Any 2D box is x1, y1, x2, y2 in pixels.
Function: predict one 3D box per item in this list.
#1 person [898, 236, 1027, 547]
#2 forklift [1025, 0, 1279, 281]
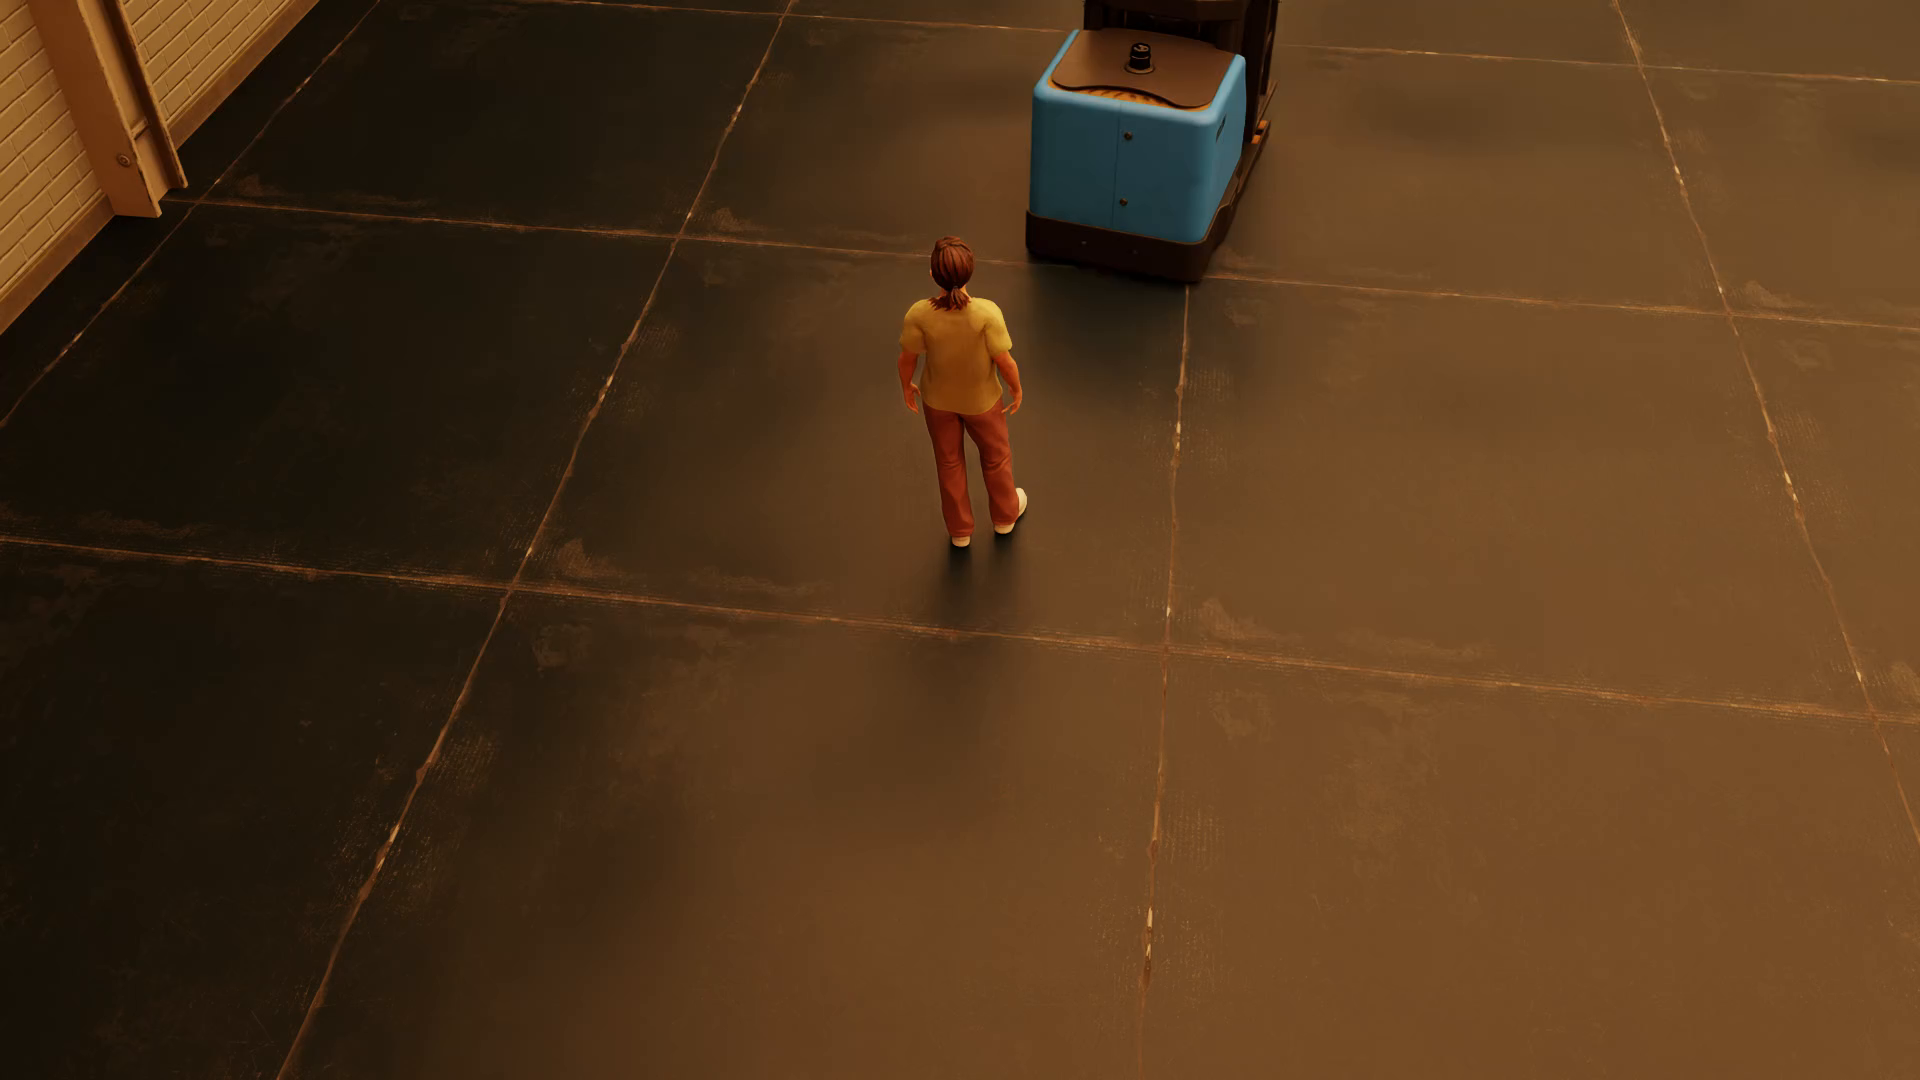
[{"bbox_3d":[0.022,-0.671,7.371,0.553,1.675,0.549,5,43,6],"label":"person"},{"bbox_3d":[1.346,-3.552,9.591,1.130,2.935,3.031,13,44,14],"label":"forklift"}]
